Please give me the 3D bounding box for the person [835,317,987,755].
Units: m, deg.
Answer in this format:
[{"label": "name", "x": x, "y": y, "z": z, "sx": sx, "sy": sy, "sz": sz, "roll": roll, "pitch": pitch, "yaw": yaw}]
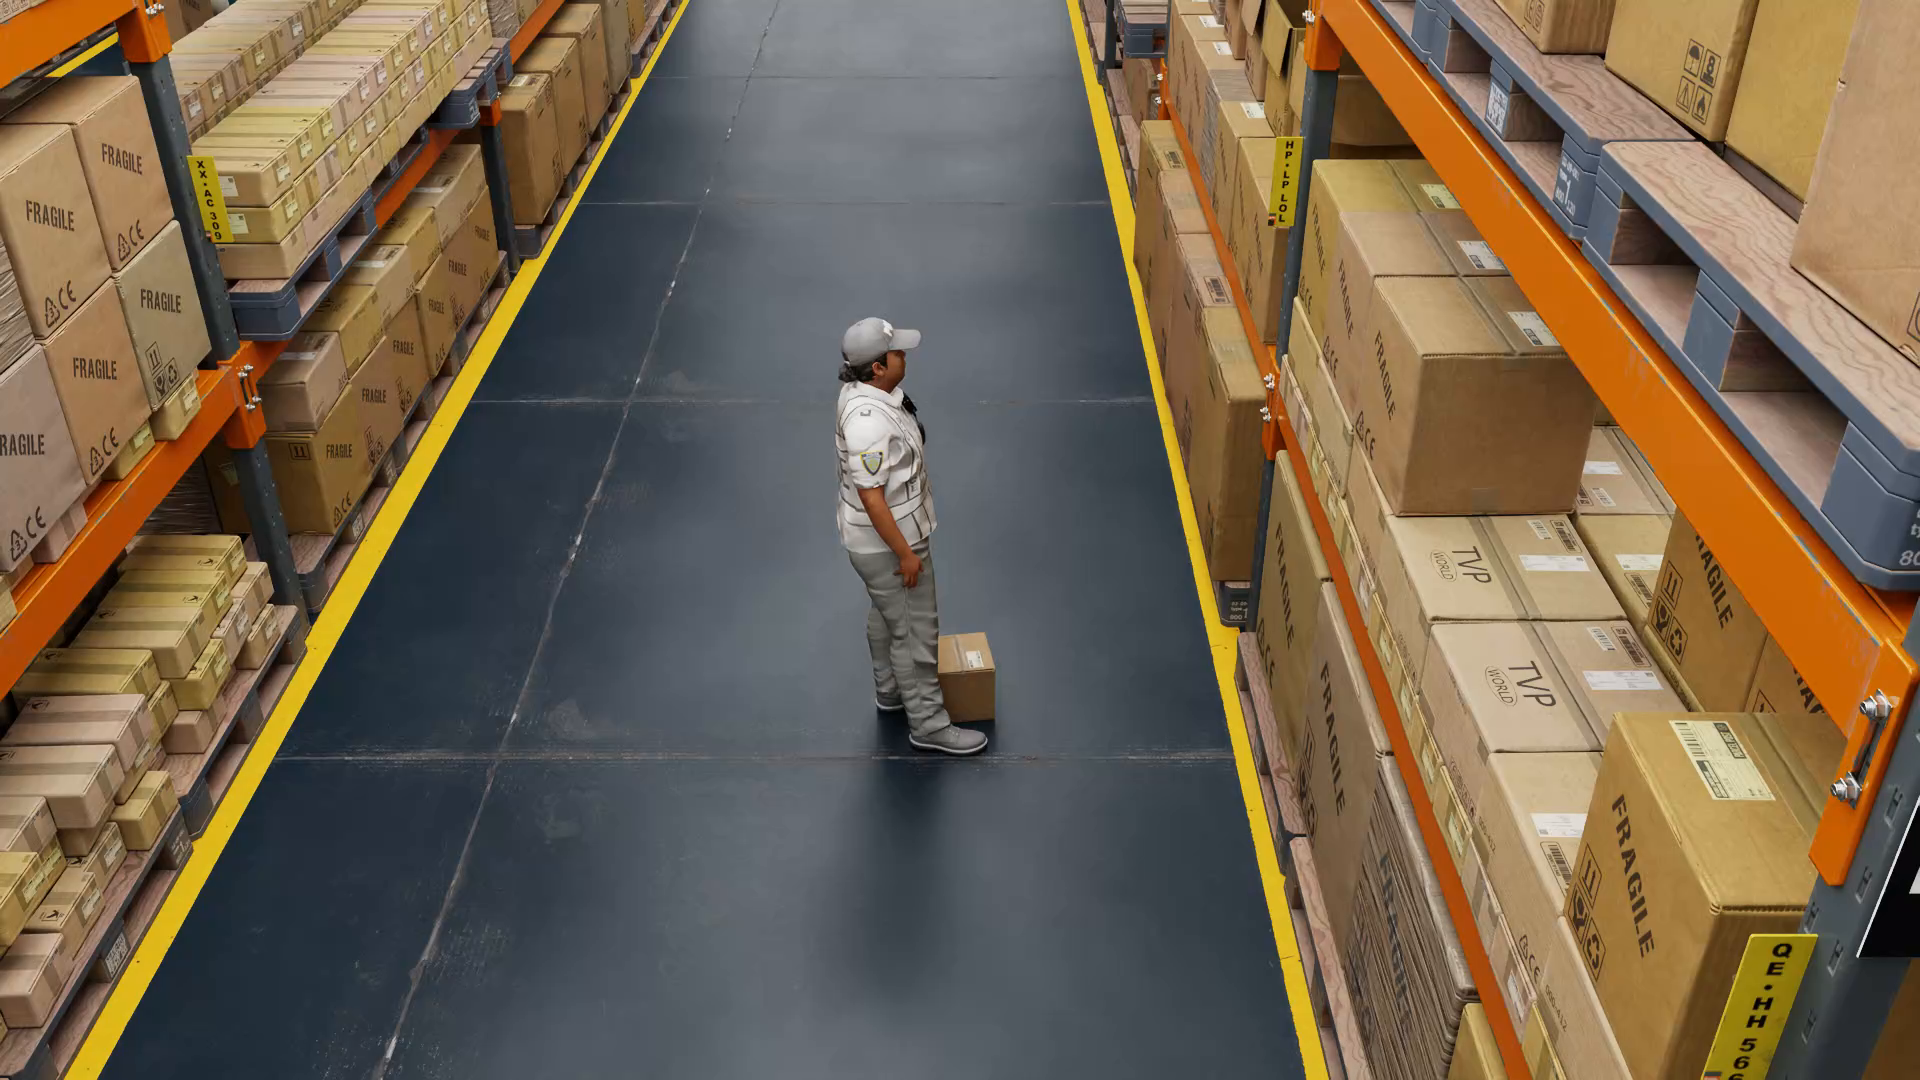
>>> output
[{"label": "person", "x": -0.183, "y": -0.028, "z": 6.155, "sx": 0.524, "sy": 1.671, "sz": 0.599, "roll": -4, "pitch": 32, "yaw": -6}]
